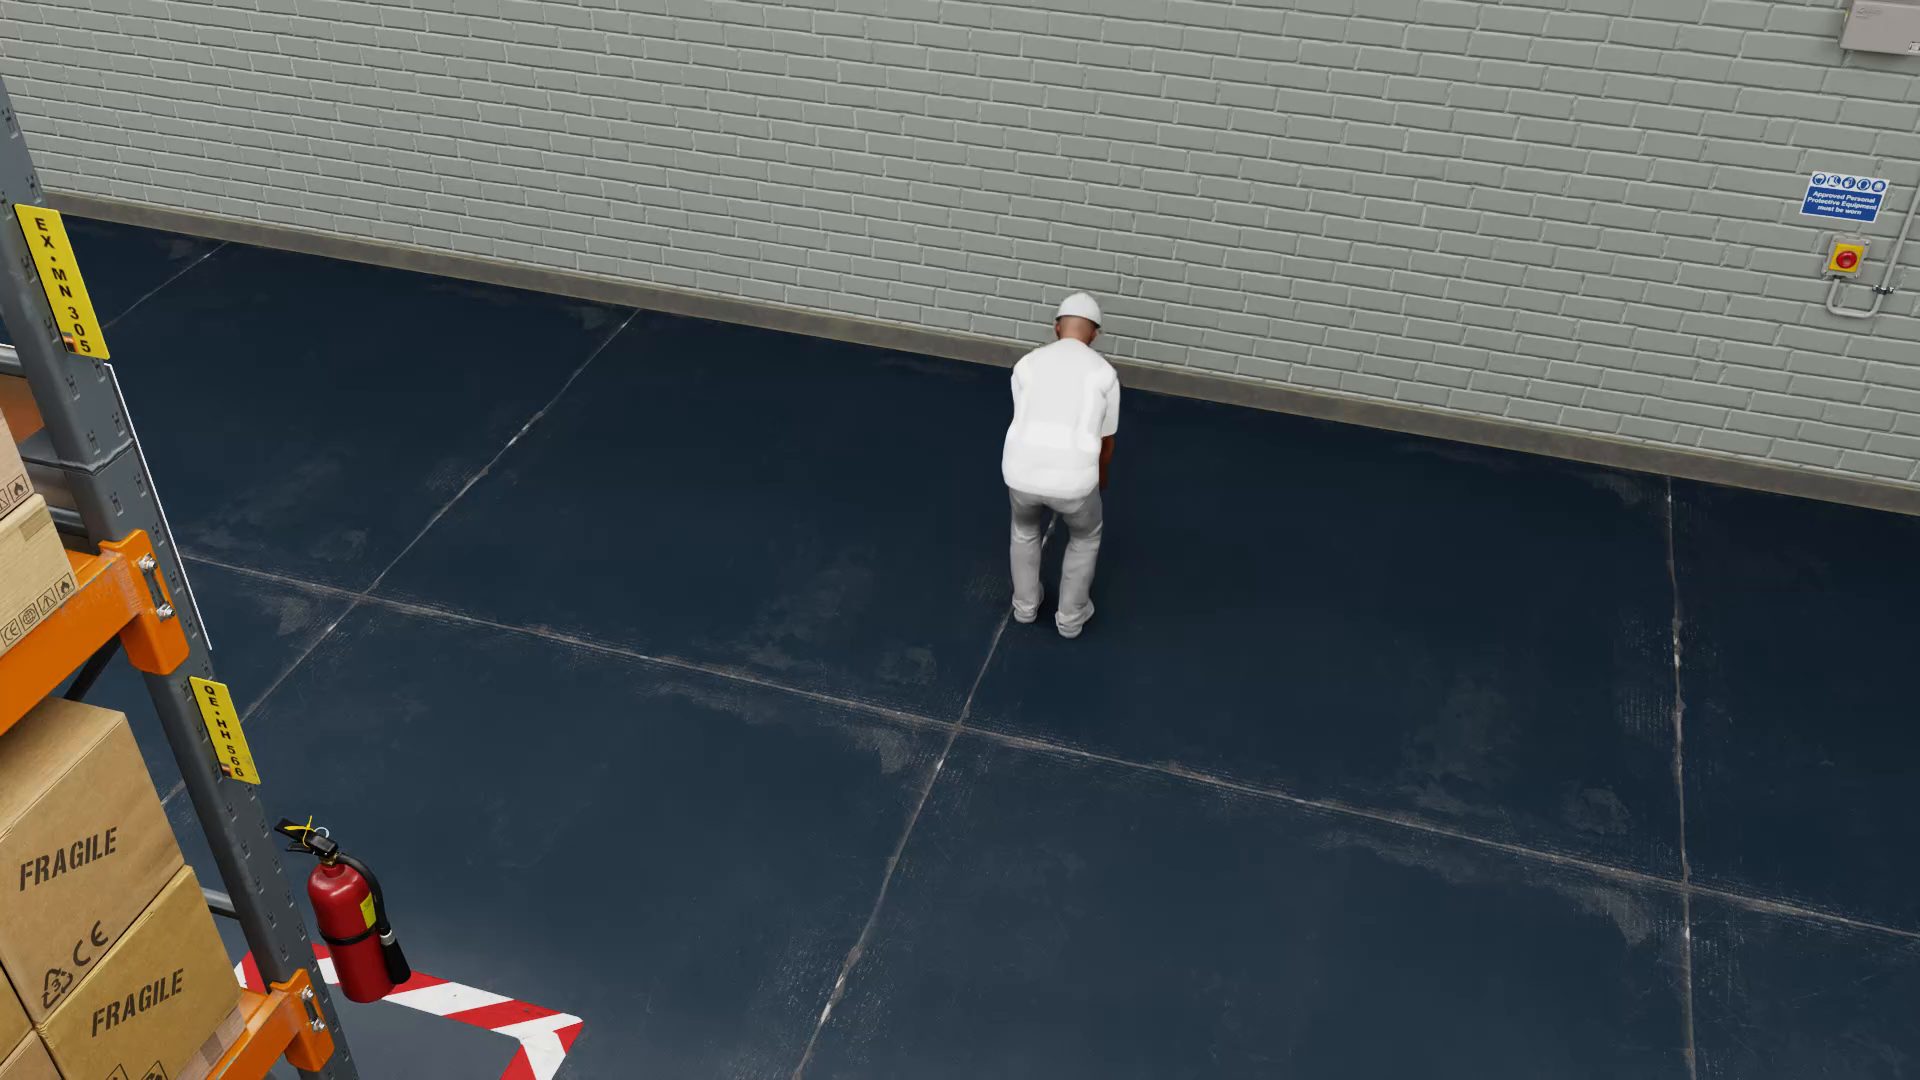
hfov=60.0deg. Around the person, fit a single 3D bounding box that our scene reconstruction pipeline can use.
[{"bbox_3d":[0.452,-0.330,7.570,0.488,1.454,0.857,10,38,13],"label":"person"}]
